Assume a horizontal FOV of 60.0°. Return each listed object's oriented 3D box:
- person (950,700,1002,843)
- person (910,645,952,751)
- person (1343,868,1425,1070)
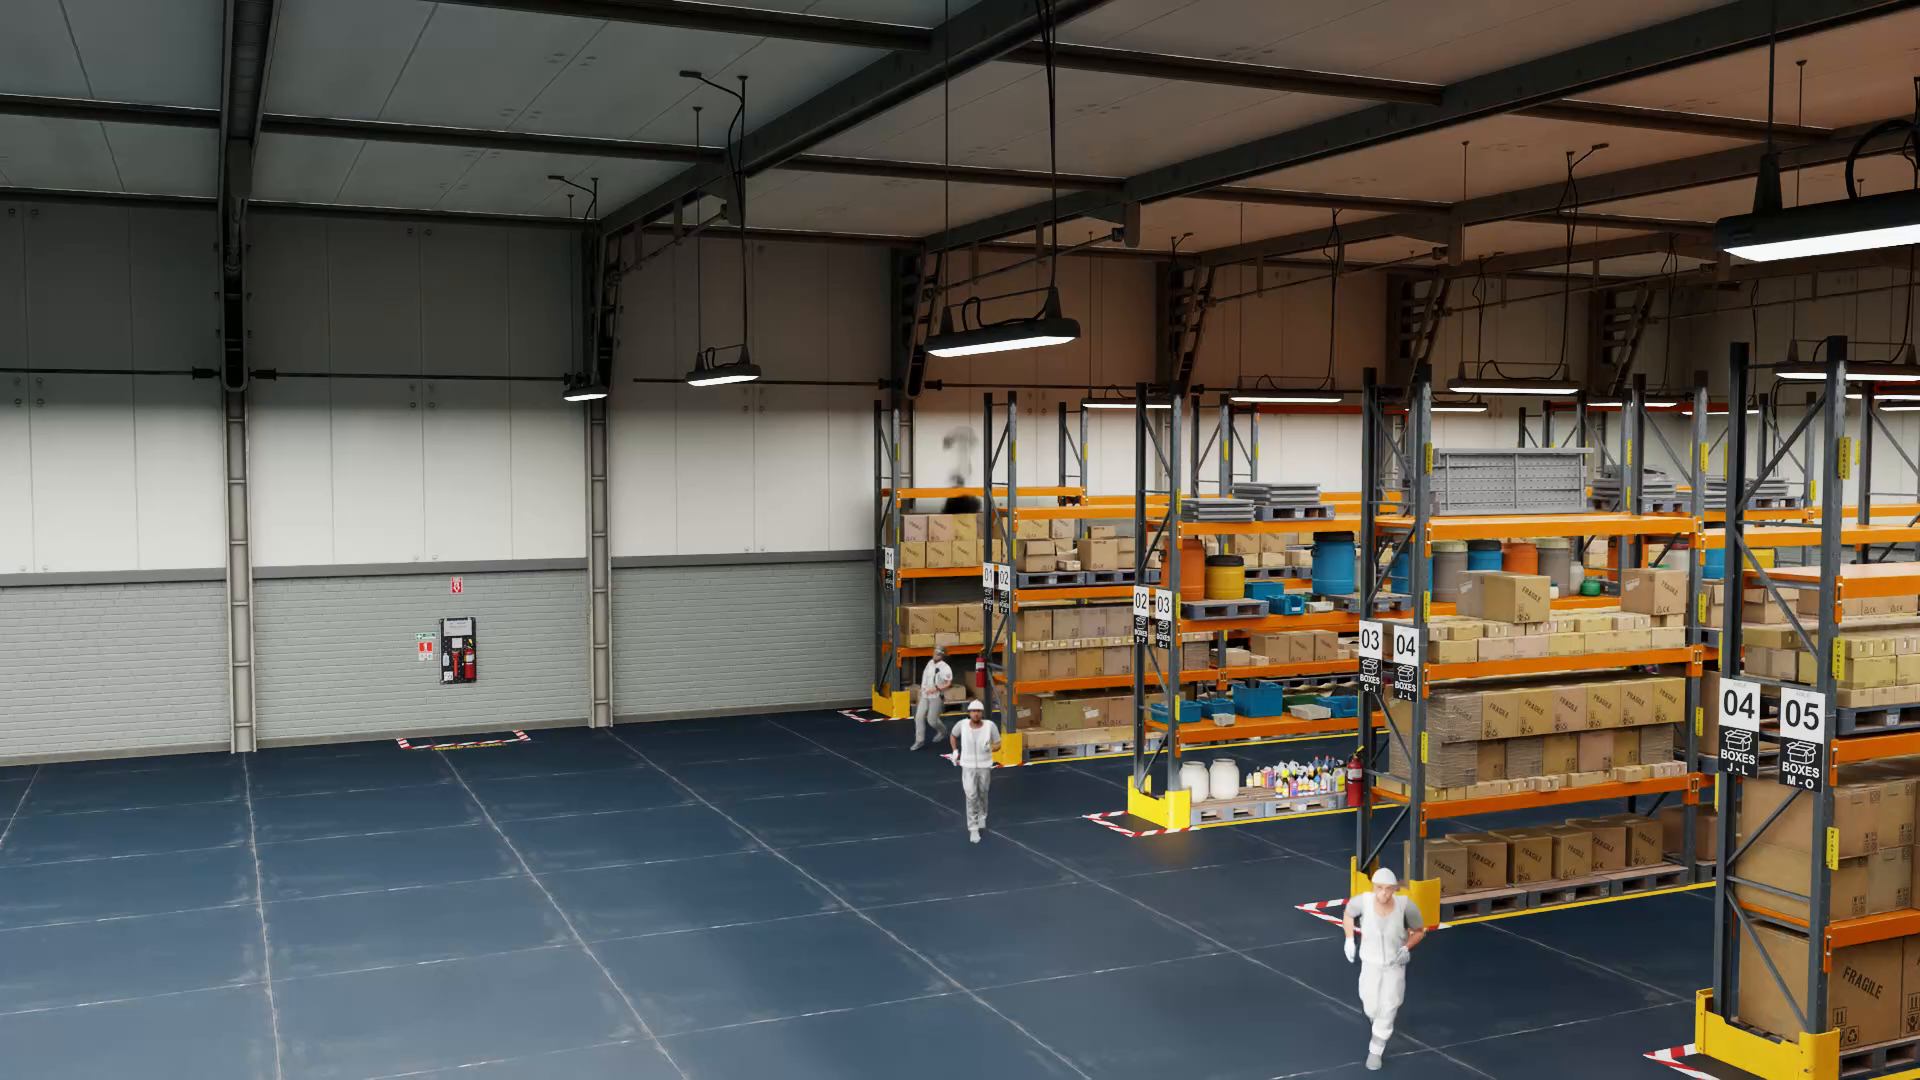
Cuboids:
[{"bbox_3d":[0.211,2.990,21.847,0.685,1.802,0.883,0,3,0],"label":"person"},{"bbox_3d":[-0.452,2.659,28.140,0.701,1.771,0.817,3,4,40],"label":"person"},{"bbox_3d":[3.520,3.520,13.839,0.654,1.712,0.776,1,3,13],"label":"person"}]
